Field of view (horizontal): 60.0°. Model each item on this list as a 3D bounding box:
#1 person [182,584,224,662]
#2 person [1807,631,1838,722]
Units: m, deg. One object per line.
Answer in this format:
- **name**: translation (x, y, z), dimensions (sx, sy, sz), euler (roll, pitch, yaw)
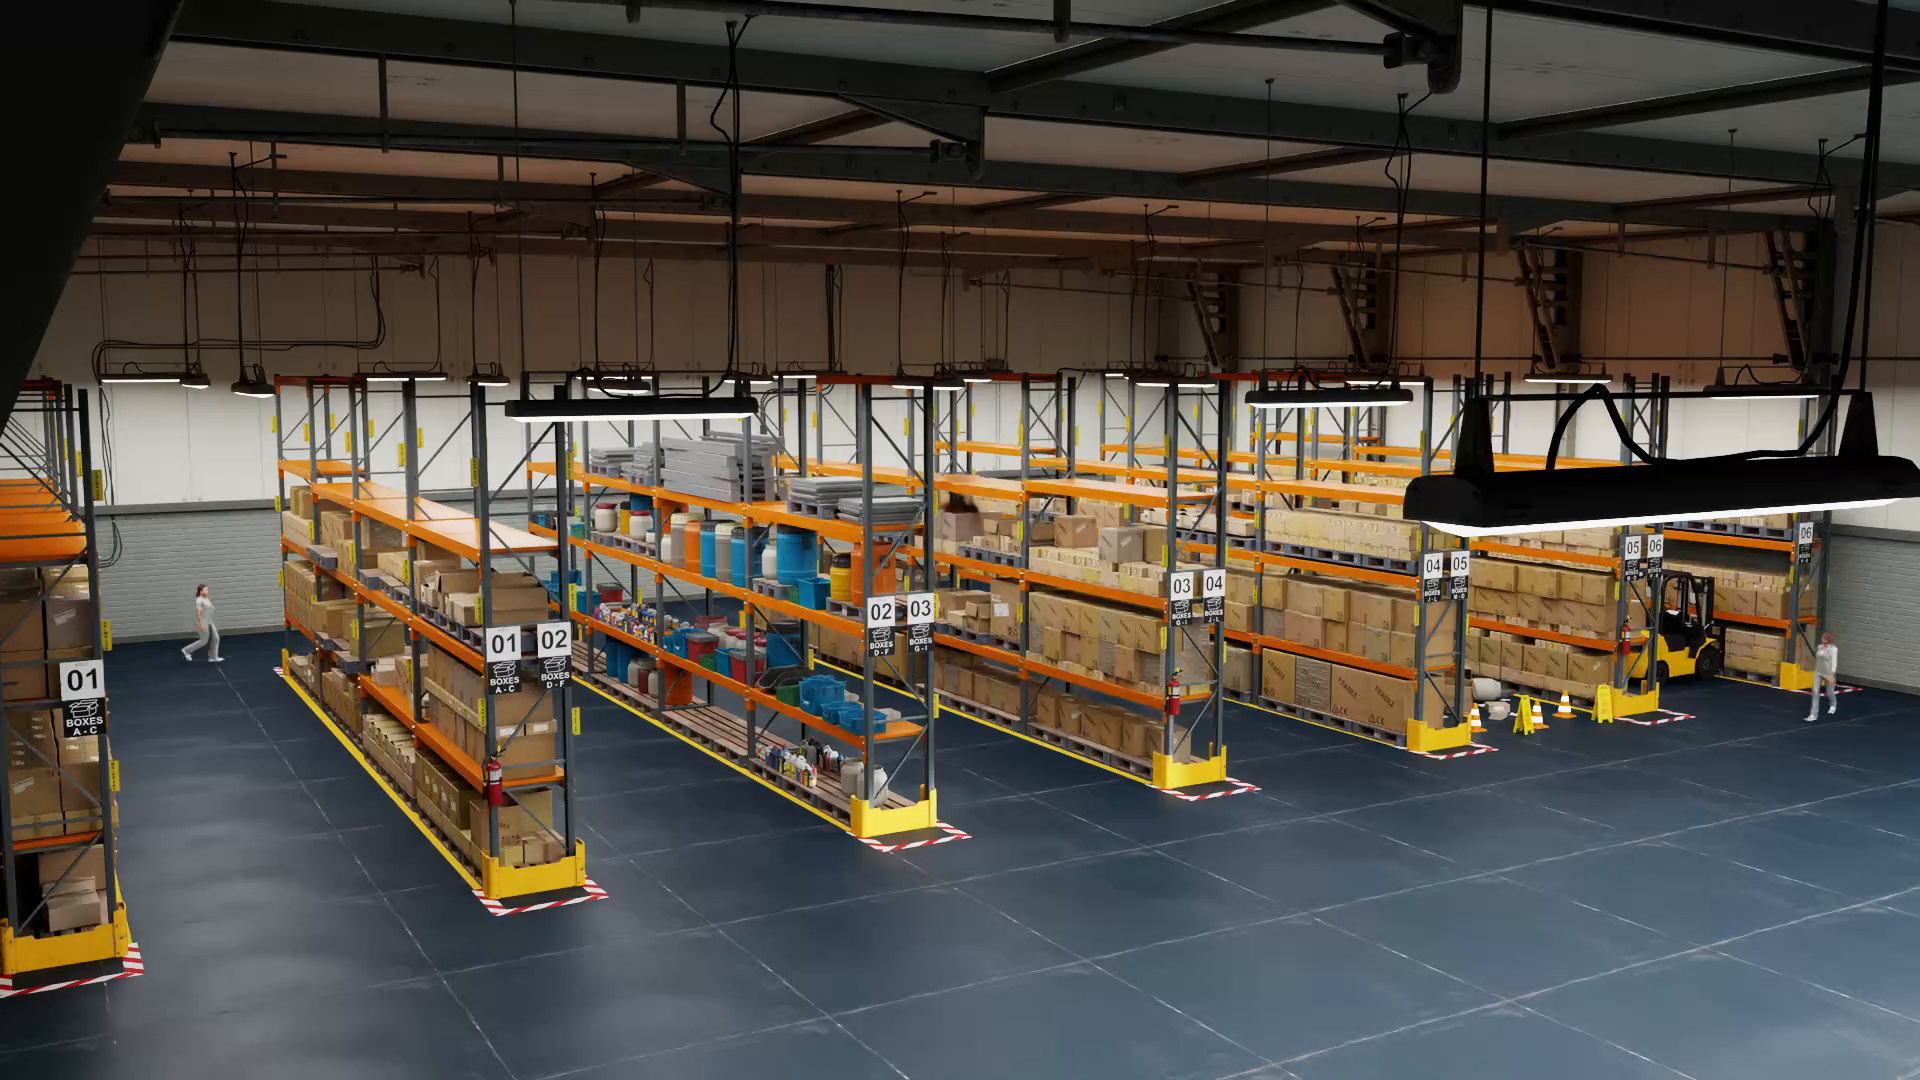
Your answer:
- **person**: translation (-15.758, 1.733, 34.581), dimensions (0.772, 1.635, 0.509), euler (0, 6, 0)
- **person**: translation (15.156, 2.370, 29.106), dimensions (0.395, 1.552, 0.896), euler (6, 8, 42)
